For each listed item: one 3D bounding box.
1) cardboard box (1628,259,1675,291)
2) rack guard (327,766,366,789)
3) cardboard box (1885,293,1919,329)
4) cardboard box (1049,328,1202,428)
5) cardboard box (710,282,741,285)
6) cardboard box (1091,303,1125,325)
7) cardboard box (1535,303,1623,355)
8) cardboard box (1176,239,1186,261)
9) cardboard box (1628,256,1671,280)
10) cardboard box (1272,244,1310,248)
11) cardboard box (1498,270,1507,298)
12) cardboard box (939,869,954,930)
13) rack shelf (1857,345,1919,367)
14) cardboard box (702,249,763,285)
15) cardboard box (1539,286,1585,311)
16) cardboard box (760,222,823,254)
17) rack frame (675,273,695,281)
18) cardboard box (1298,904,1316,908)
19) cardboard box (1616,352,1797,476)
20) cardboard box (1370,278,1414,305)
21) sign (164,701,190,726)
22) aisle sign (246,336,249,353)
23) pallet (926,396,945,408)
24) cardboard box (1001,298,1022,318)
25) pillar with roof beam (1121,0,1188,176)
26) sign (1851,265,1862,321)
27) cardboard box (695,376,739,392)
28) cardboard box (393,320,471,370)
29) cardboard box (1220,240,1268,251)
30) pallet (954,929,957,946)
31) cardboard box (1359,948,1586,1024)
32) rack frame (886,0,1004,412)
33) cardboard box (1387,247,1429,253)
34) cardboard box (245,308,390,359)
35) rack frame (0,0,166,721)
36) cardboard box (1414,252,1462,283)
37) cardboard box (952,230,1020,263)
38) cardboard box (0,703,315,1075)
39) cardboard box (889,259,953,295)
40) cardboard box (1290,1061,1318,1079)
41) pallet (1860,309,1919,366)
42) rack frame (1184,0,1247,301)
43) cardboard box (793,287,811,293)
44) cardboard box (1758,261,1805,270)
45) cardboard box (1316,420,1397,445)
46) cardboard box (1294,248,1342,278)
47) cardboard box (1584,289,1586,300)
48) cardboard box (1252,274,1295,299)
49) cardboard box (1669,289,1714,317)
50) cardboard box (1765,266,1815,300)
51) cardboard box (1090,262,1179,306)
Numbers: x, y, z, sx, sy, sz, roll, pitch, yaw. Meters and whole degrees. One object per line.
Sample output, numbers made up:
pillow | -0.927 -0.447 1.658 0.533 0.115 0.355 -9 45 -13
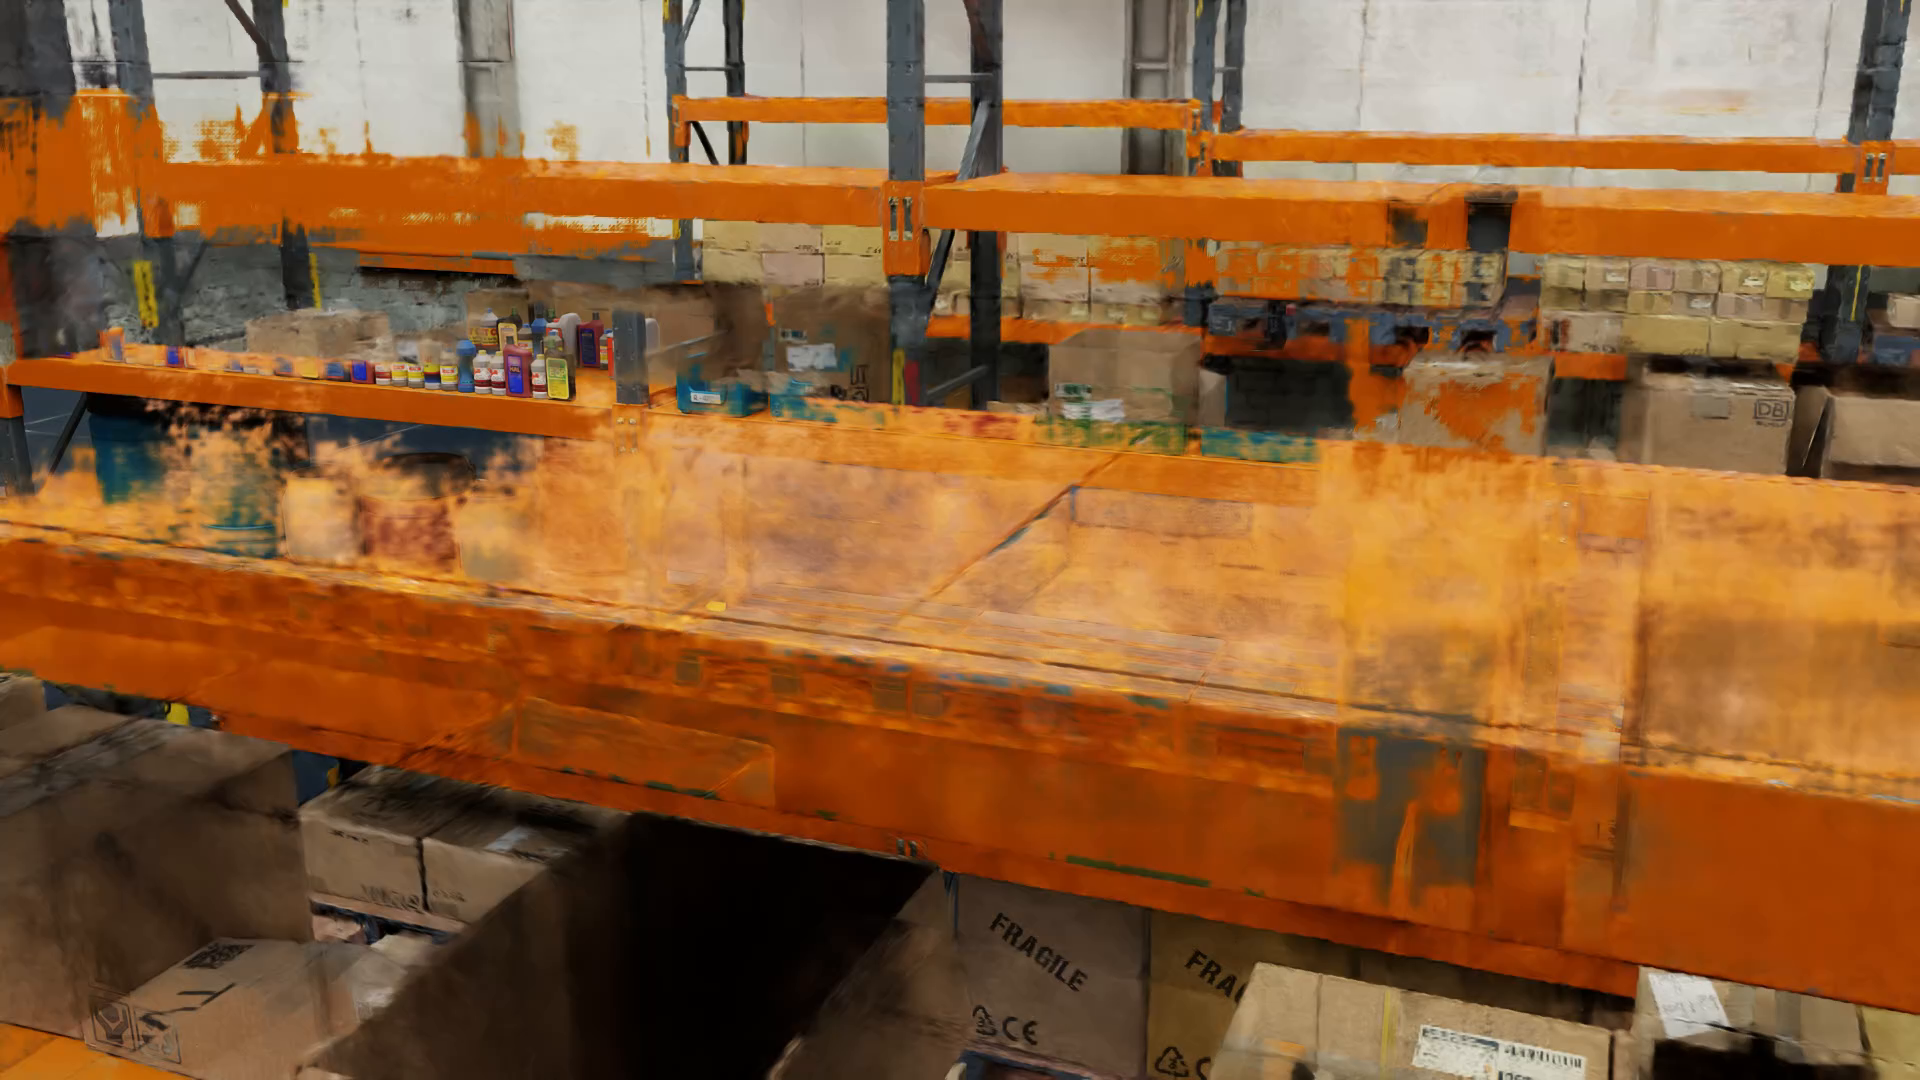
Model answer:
cardboard box | 4.824 -7.825 25.386 0.250 0.149 0.380 6 17 20
rack guard | -3.336 -4.391 24.401 0.348 0.500 1.175 6 17 21
cardboard box | 6.159 -7.522 24.809 0.250 0.166 0.380 6 17 21
cardboard box | 1.121 -6.704 21.574 0.500 0.500 0.500 6 17 20
cardboard box | -1.285 -8.103 27.776 0.250 0.149 0.380 7 17 22
cardboard box | 1.555 -7.773 26.639 0.250 0.149 0.380 6 17 21
cardboard box | 4.446 -7.518 25.580 0.500 0.250 0.500 6 17 21
cardboard box | 1.869 -8.343 26.990 0.500 0.250 0.500 6 17 20
cardboard box | 4.983 -7.944 25.796 0.250 0.149 0.380 7 18 23
cardboard box | 2.794 -8.159 26.501 0.250 0.149 0.380 6 17 21
cardboard box | 3.990 -7.880 26.073 0.250 0.149 0.380 6 17 21
cardboard box | -0.138 -4.243 23.250 0.875 0.438 0.875 6 17 20
rack shelf | 7.806 -6.948 24.638 4.000 0.370 1.077 6 17 21
cardboard box | -1.184 -8.271 27.640 0.500 0.250 0.500 6 17 20
cardboard box | 4.340 -7.730 25.595 0.250 0.149 0.380 7 18 22
cardboard box | -0.709 -8.460 27.395 0.500 0.250 0.500 6 17 20
rack frame | -1.496 -6.876 28.480 0.127 3.000 1.000 6 17 21
cardboard box | 2.134 -4.831 21.704 0.500 0.250 0.500 6 17 20
cardboard box | 3.137 -6.512 20.914 0.500 0.500 0.700 5 17 18
cardboard box | 3.308 -7.799 25.796 0.250 0.149 0.380 6 17 20
sign | -1.115 -5.908 18.129 0.005 0.325 0.100 6 17 21
aisle sign | -3.267 -6.925 23.984 0.004 0.787 0.394 6 17 21
pallet | -0.350 -6.664 22.526 1.213 0.211 1.003 6 17 21
cardboard box | 0.844 -7.864 26.952 0.250 0.149 0.380 7 18 23
pillar with roof beam | 0.328 -8.537 23.439 0.400 9.000 9.100 6 17 21
sign | 5.745 -7.606 24.687 0.005 0.325 0.100 6 17 21
cardboard box | -0.550 -6.758 22.211 0.250 0.149 0.380 7 17 22
cardboard box | -1.940 -7.070 22.994 0.500 0.311 0.500 7 17 22
cardboard box | 2.377 -8.257 26.097 0.258 0.266 0.396 6 17 20
pallet | -0.272 -3.938 23.361 1.213 0.211 1.003 6 17 21
cardboard box | 2.688 -4.136 22.098 0.875 0.875 0.875 7 17 21
rack frame | 0.407 -8.061 21.798 0.127 3.000 1.000 6 17 21
cardboard box | 3.504 -8.073 26.205 0.250 0.149 0.380 6 17 19
cardboard box | -2.862 -7.184 23.496 0.500 0.250 0.500 5 17 16
rack frame | -1.315 -6.766 17.340 0.127 3.000 1.000 6 17 21
cardboard box | 3.566 -7.921 25.683 0.250 0.149 0.380 6 17 21
cardboard box | 0.723 -8.311 26.882 0.500 0.250 0.500 7 17 22
cardboard box | -1.003 -5.508 17.454 0.500 0.500 0.700 6 17 21
cardboard box | 0.258 -8.122 27.127 0.500 0.250 0.500 6 17 20
cardboard box | 0.730 -5.433 16.574 0.258 0.266 0.396 6 17 21
pallet | 6.610 -7.362 25.110 1.003 0.211 1.213 7 18 23
rack frame | 2.225 -9.348 26.234 0.127 3.000 1.000 6 17 21
cardboard box | -0.605 -8.000 27.422 0.250 0.149 0.380 7 17 22
cardboard box | 5.705 -7.870 25.543 0.250 0.149 0.380 6 17 19
cardboard box | 1.978 -6.479 21.220 0.258 0.266 0.396 8 18 25
cardboard box | 2.836 -7.990 25.918 0.250 0.149 0.380 6 17 20
cardboard box | 4.521 -7.855 26.024 0.250 0.149 0.380 6 17 20
cardboard box | 2.585 -7.868 26.032 0.250 0.149 0.380 6 17 21
cardboard box | 5.059 -7.657 25.342 0.250 0.149 0.380 7 17 22
cardboard box | 5.517 -7.719 25.023 0.250 0.149 0.380 7 18 22
cardboard box | 1.684 -7.963 26.578 0.500 0.250 0.500 6 17 21
